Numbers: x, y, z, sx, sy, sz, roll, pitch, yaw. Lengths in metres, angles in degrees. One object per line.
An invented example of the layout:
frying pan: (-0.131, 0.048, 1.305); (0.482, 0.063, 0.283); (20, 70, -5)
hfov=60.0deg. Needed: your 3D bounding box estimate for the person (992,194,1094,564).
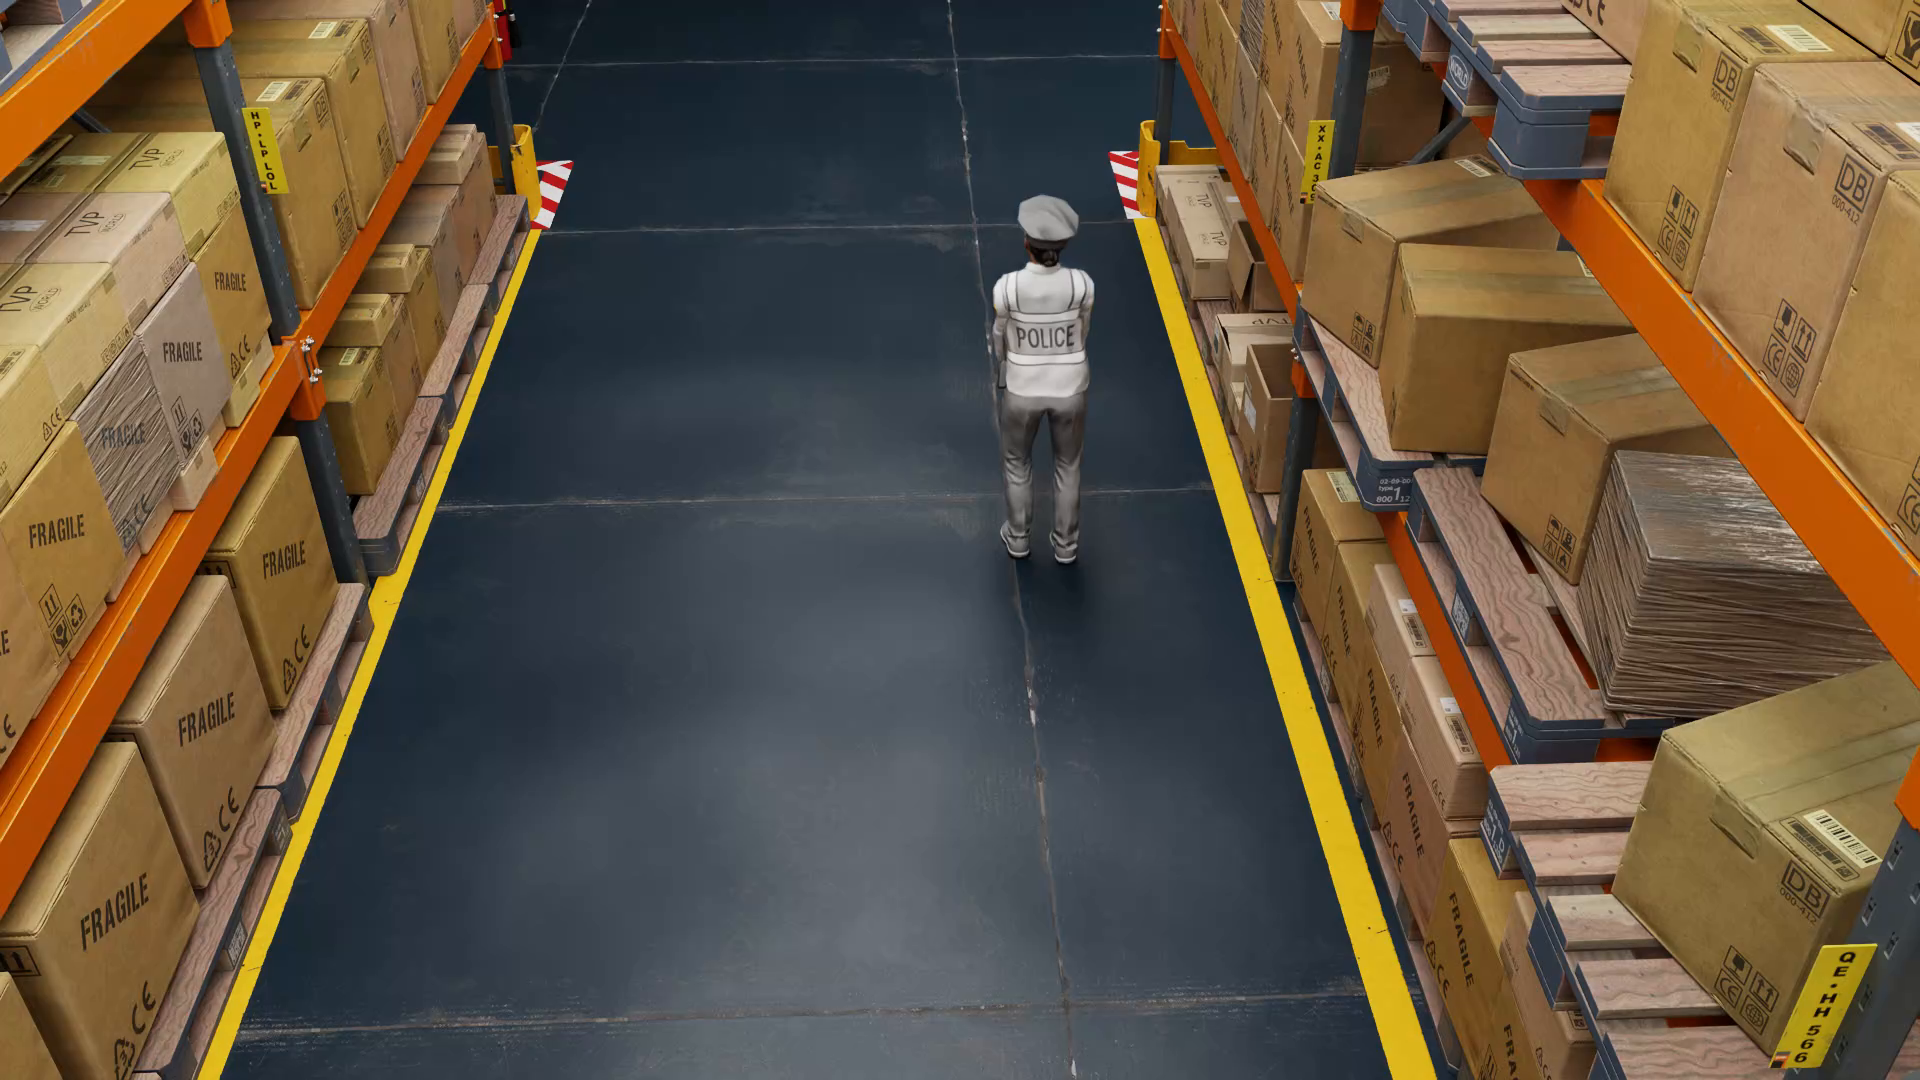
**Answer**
person: (0.337, -0.679, 7.089); (0.416, 1.684, 0.530); (-2, 35, -3)
